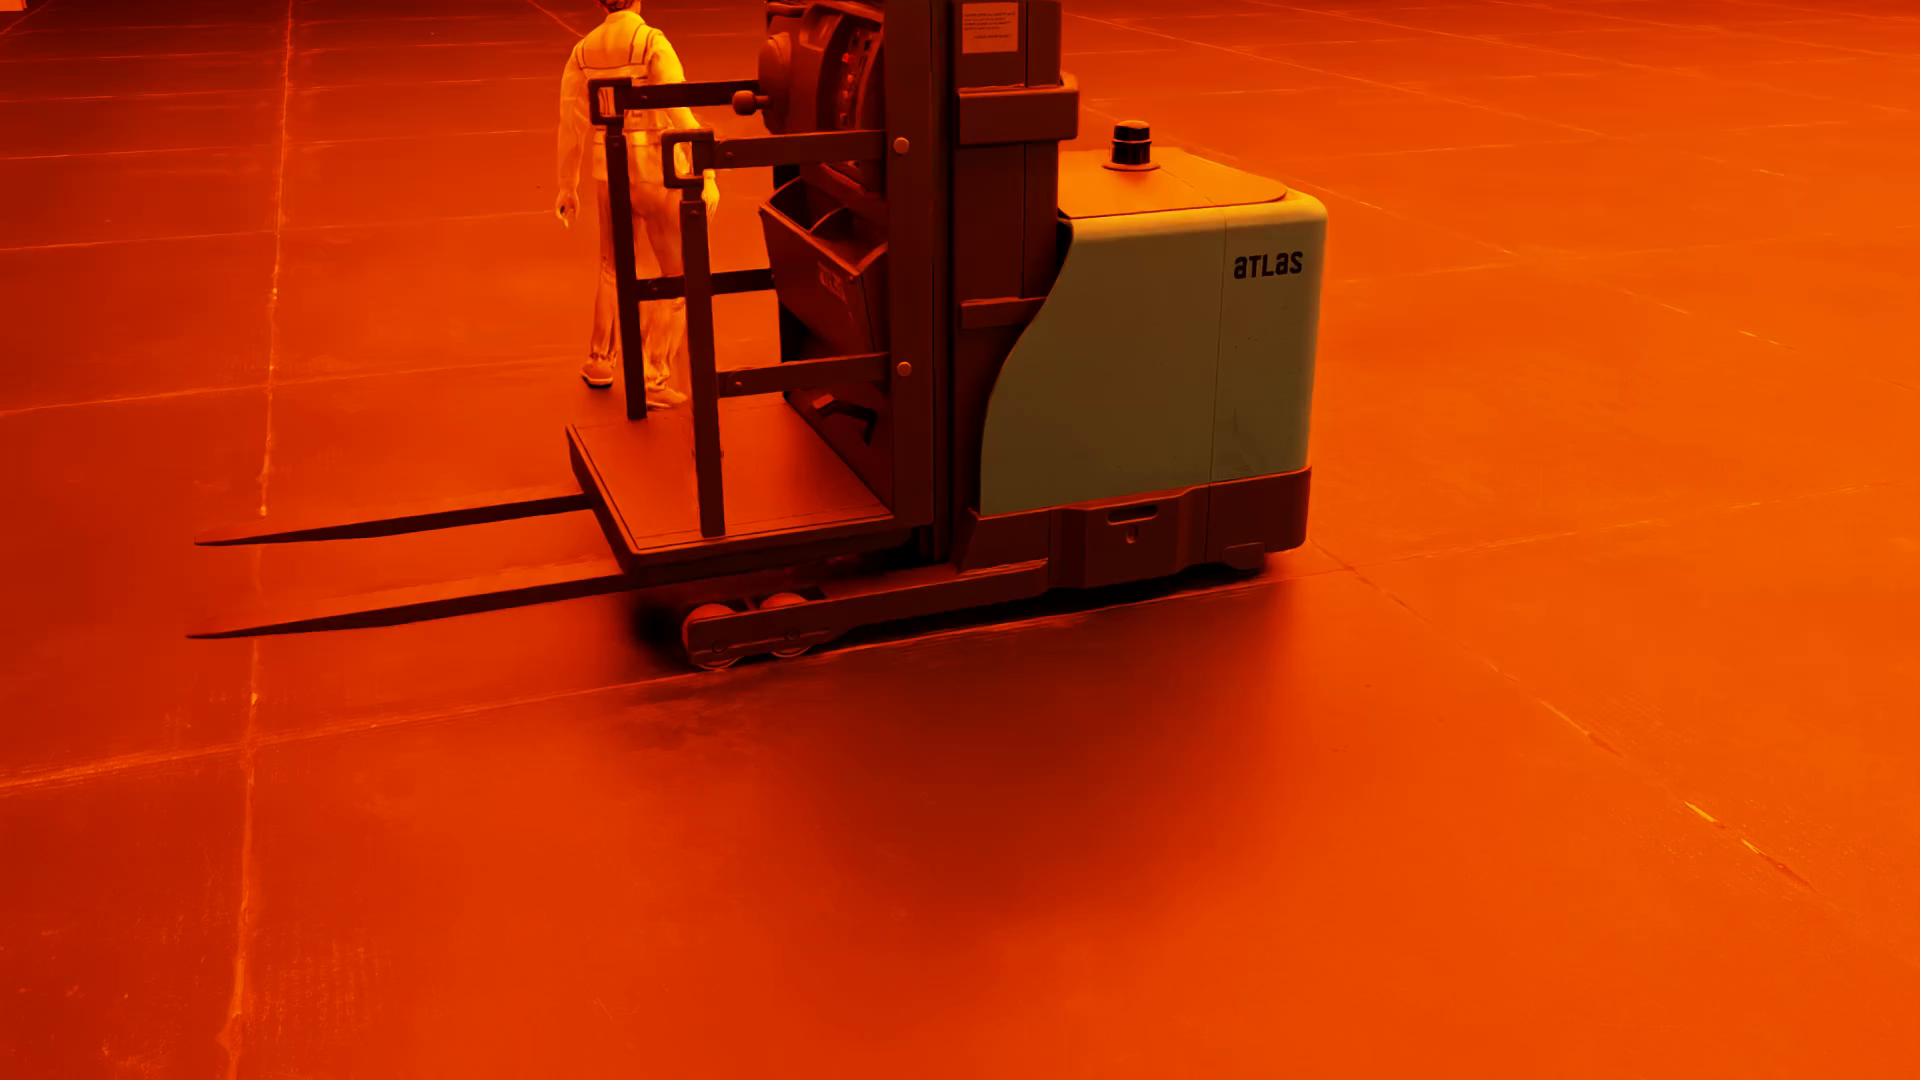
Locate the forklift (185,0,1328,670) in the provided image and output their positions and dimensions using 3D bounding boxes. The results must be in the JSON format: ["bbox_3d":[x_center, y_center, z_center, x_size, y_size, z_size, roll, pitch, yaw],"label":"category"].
[{"bbox_3d":[-0.552,-1.248,4.266,3.031,2.935,1.130,-9,24,-19],"label":"forklift"}]

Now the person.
[{"bbox_3d":[-1.203,-1.292,6.148,0.799,1.650,0.440,13,26,28],"label":"person"}]
